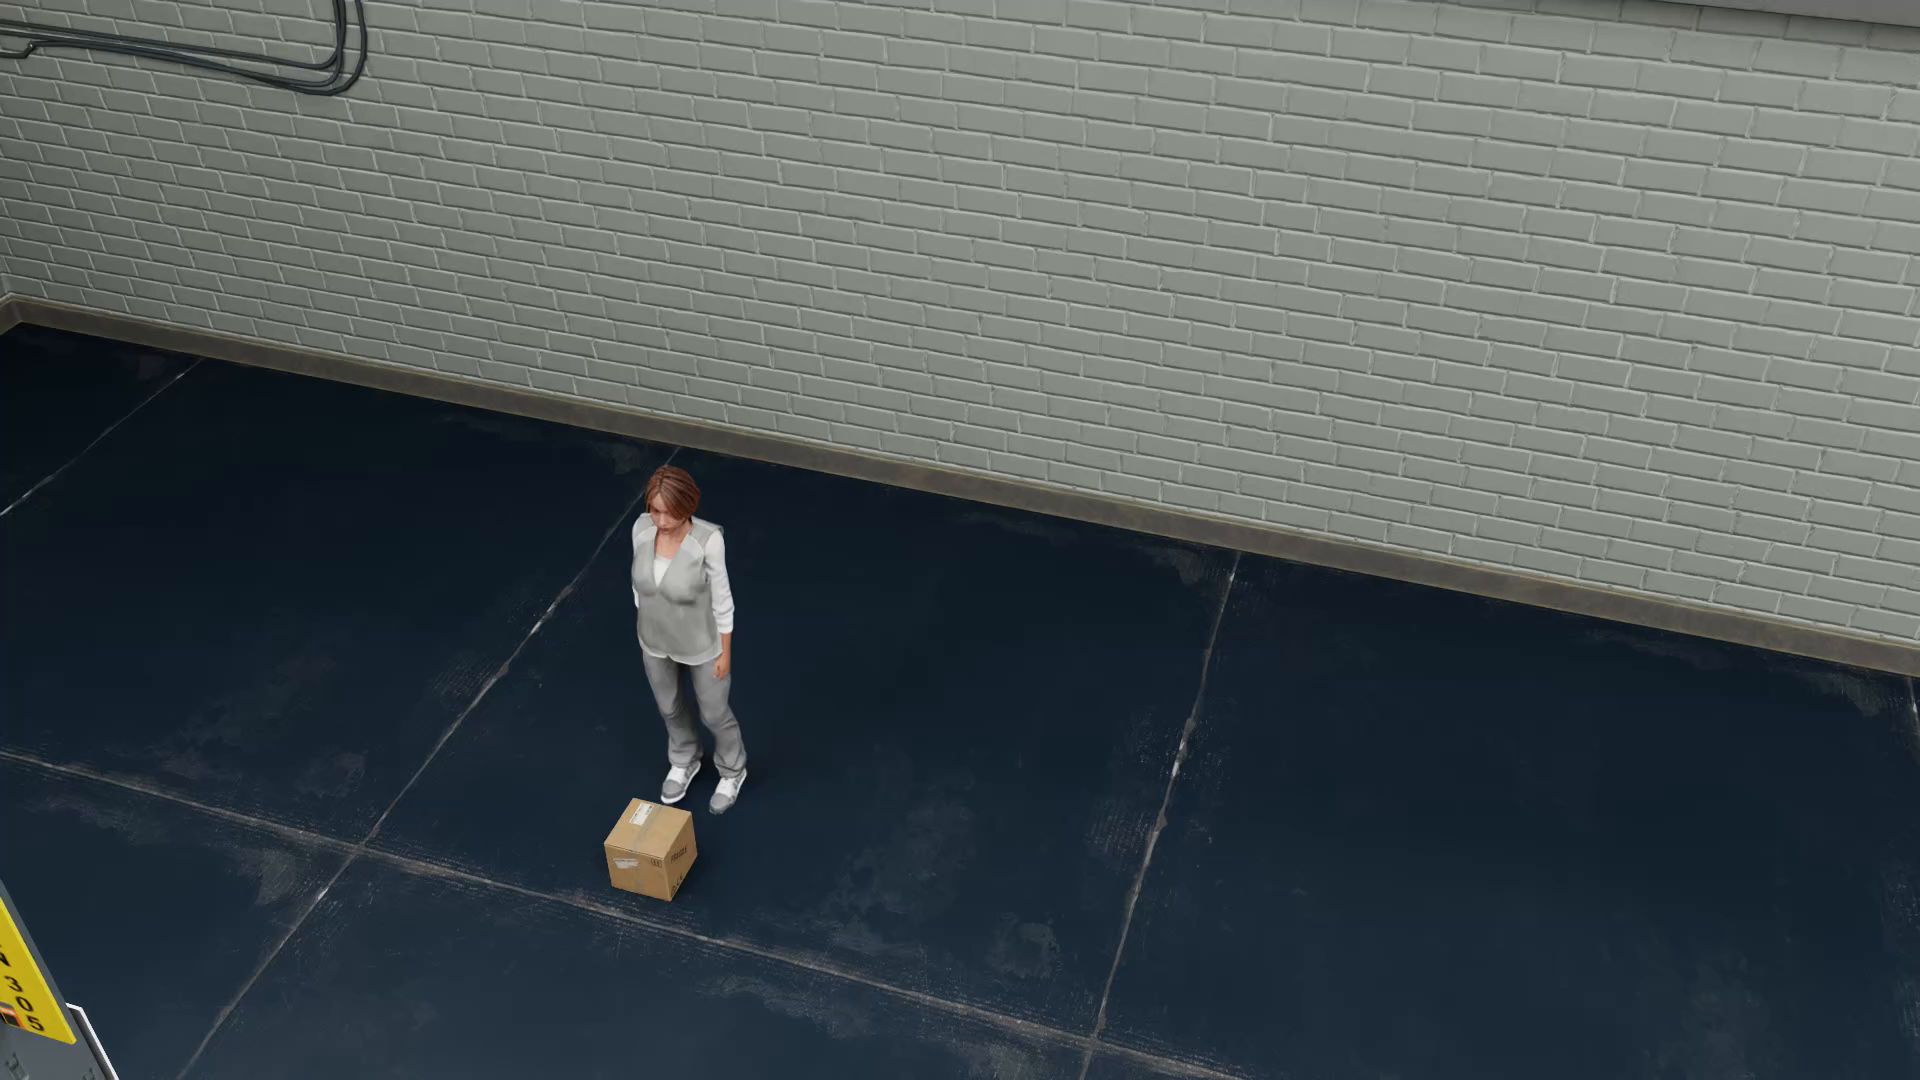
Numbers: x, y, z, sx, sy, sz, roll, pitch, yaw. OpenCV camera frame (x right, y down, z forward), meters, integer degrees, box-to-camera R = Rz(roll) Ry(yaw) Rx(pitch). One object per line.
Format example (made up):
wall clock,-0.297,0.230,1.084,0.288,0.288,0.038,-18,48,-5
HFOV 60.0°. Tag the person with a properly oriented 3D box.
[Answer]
person,-1.044,0.402,6.391,0.407,1.617,0.308,11,39,15
